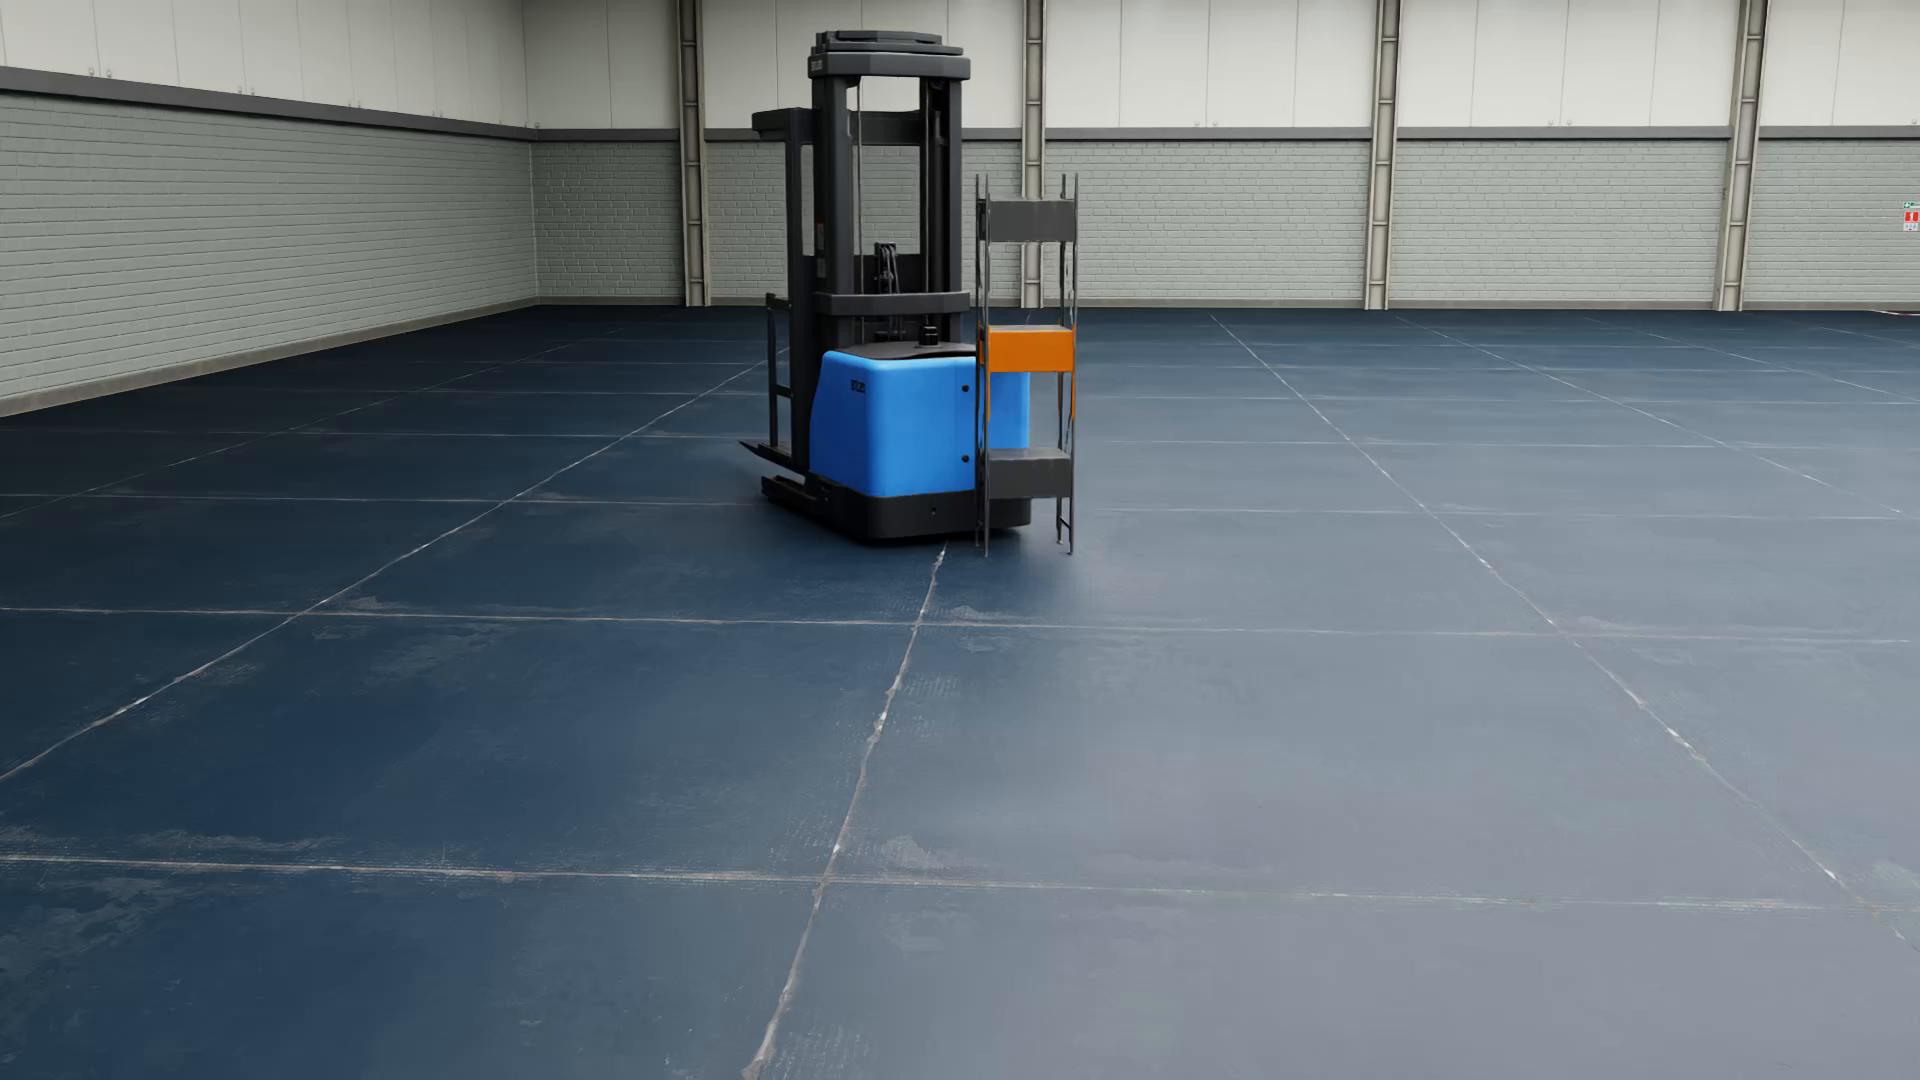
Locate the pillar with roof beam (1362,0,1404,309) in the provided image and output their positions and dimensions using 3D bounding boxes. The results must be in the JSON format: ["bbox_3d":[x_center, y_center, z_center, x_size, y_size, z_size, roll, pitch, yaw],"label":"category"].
[{"bbox_3d":[6.981,-7.577,24.011,0.400,9.000,9.100,1,12,4],"label":"pillar with roof beam"}]

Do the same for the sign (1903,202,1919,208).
[{"bbox_3d":[16.238,-5.701,28.314,0.331,0.109,0.001,1,12,4],"label":"sign"}]

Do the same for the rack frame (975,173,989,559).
[{"bbox_3d":[0.120,-0.963,9.245,0.015,2.100,0.400,-2,12,-8],"label":"rack frame"}]

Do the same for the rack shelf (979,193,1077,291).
[{"bbox_3d":[0.362,-1.642,9.137,0.480,0.518,0.431,-2,12,-8],"label":"rack shelf"}]

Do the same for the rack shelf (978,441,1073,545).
[{"bbox_3d":[0.362,-0.272,9.424,0.480,0.518,0.431,-2,12,-8],"label":"rack shelf"}]

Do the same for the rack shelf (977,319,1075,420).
[{"bbox_3d":[0.362,-0.957,9.280,0.480,0.518,0.431,-2,12,-8],"label":"rack shelf"}]

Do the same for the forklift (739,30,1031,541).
[{"bbox_3d":[-0.662,-1.691,10.692,1.130,2.935,3.031,-5,13,-25],"label":"forklift"}]

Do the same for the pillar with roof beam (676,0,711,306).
[{"bbox_3d":[-4.992,-7.741,24.796,0.400,9.000,9.100,1,12,4],"label":"pillar with roof beam"}]

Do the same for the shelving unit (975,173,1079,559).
[{"bbox_3d":[0.362,-0.970,9.278,0.503,2.100,0.431,-2,12,-8],"label":"shelving unit"}]

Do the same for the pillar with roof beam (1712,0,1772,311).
[{"bbox_3d":[12.967,-7.495,23.619,0.400,9.000,9.100,1,12,4],"label":"pillar with roof beam"}]

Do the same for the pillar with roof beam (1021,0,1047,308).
[{"bbox_3d":[0.994,-7.659,24.404,0.400,9.000,9.100,1,12,4],"label":"pillar with roof beam"}]

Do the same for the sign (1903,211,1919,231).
[{"bbox_3d":[16.234,-5.443,28.377,0.234,0.329,0.001,1,12,4],"label":"sign"}]

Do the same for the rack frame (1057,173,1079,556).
[{"bbox_3d":[0.603,-0.977,9.310,0.015,2.100,0.400,-2,12,-8],"label":"rack frame"}]
